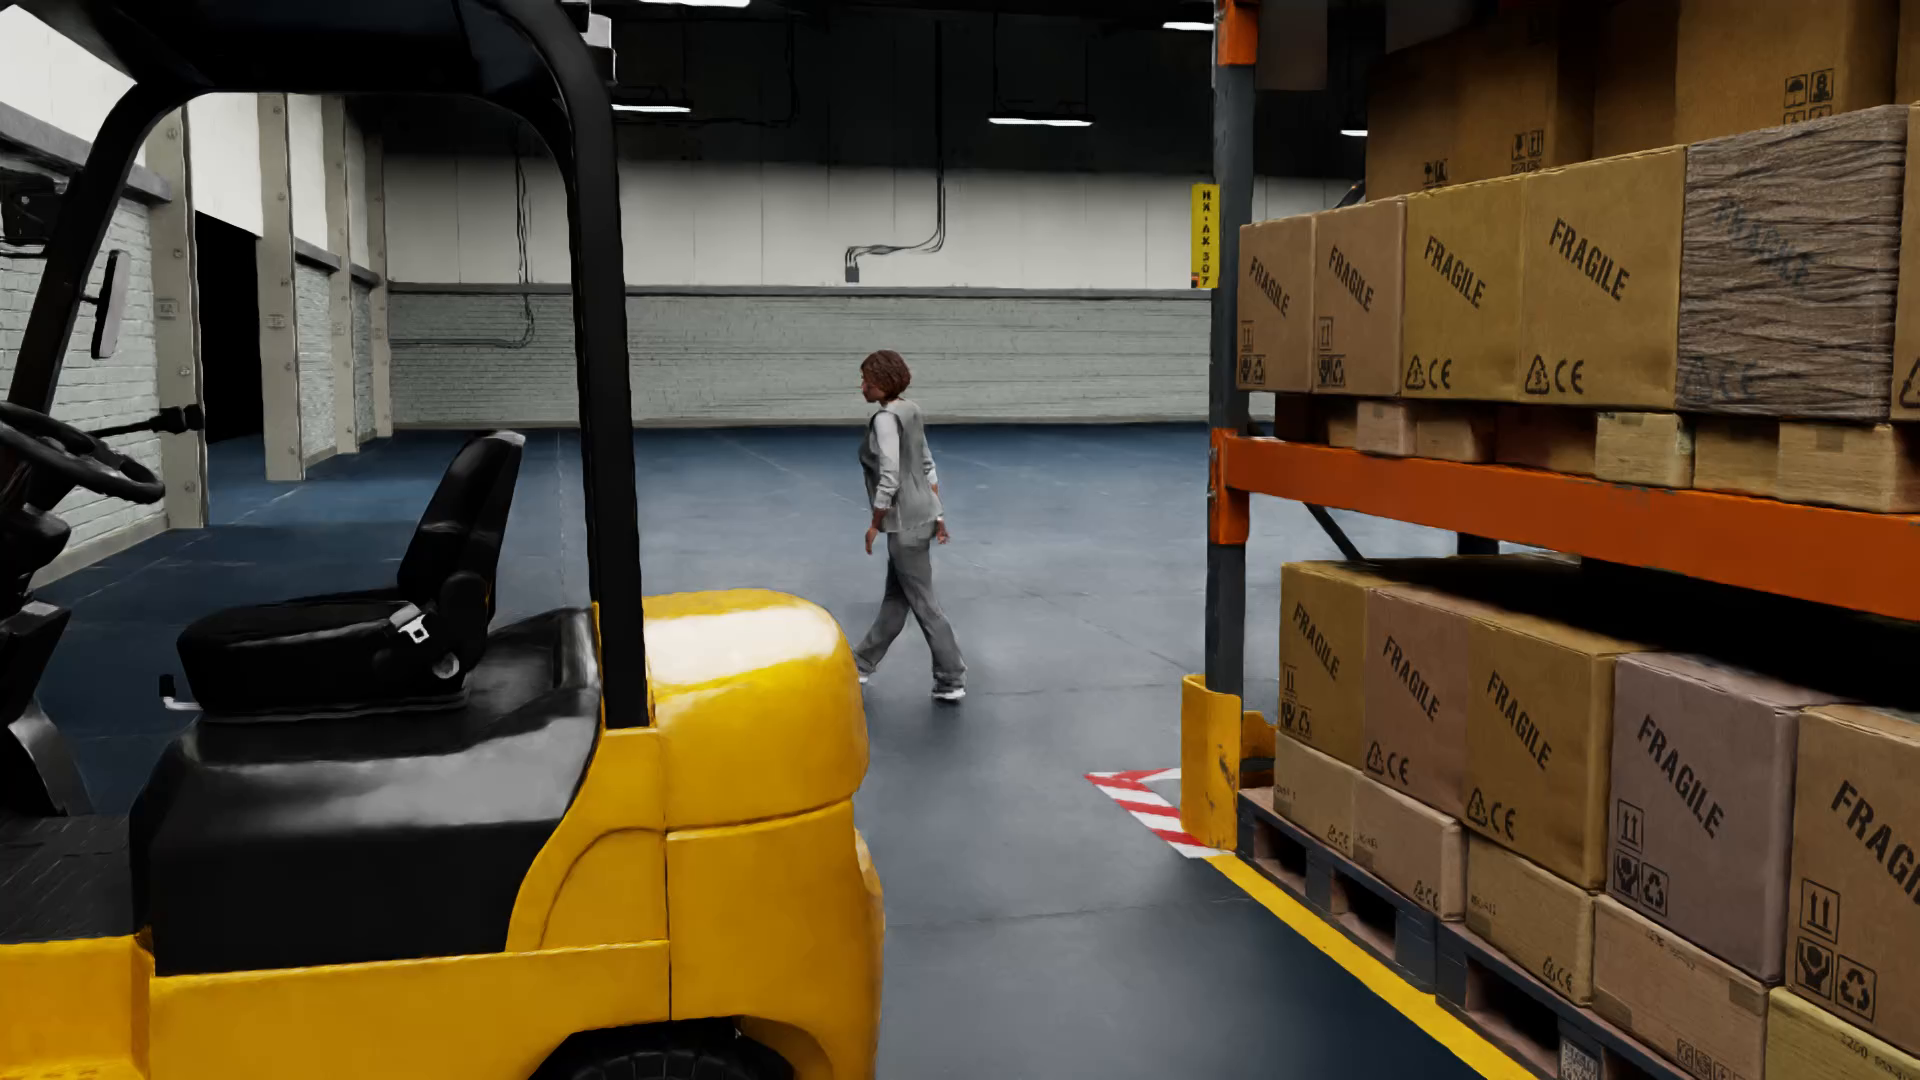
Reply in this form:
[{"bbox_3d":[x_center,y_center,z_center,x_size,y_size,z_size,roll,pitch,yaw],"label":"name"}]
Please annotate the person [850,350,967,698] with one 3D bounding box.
[{"bbox_3d":[-0.341,-0.057,7.442,0.752,1.577,0.460,2,7,14],"label":"person"}]
